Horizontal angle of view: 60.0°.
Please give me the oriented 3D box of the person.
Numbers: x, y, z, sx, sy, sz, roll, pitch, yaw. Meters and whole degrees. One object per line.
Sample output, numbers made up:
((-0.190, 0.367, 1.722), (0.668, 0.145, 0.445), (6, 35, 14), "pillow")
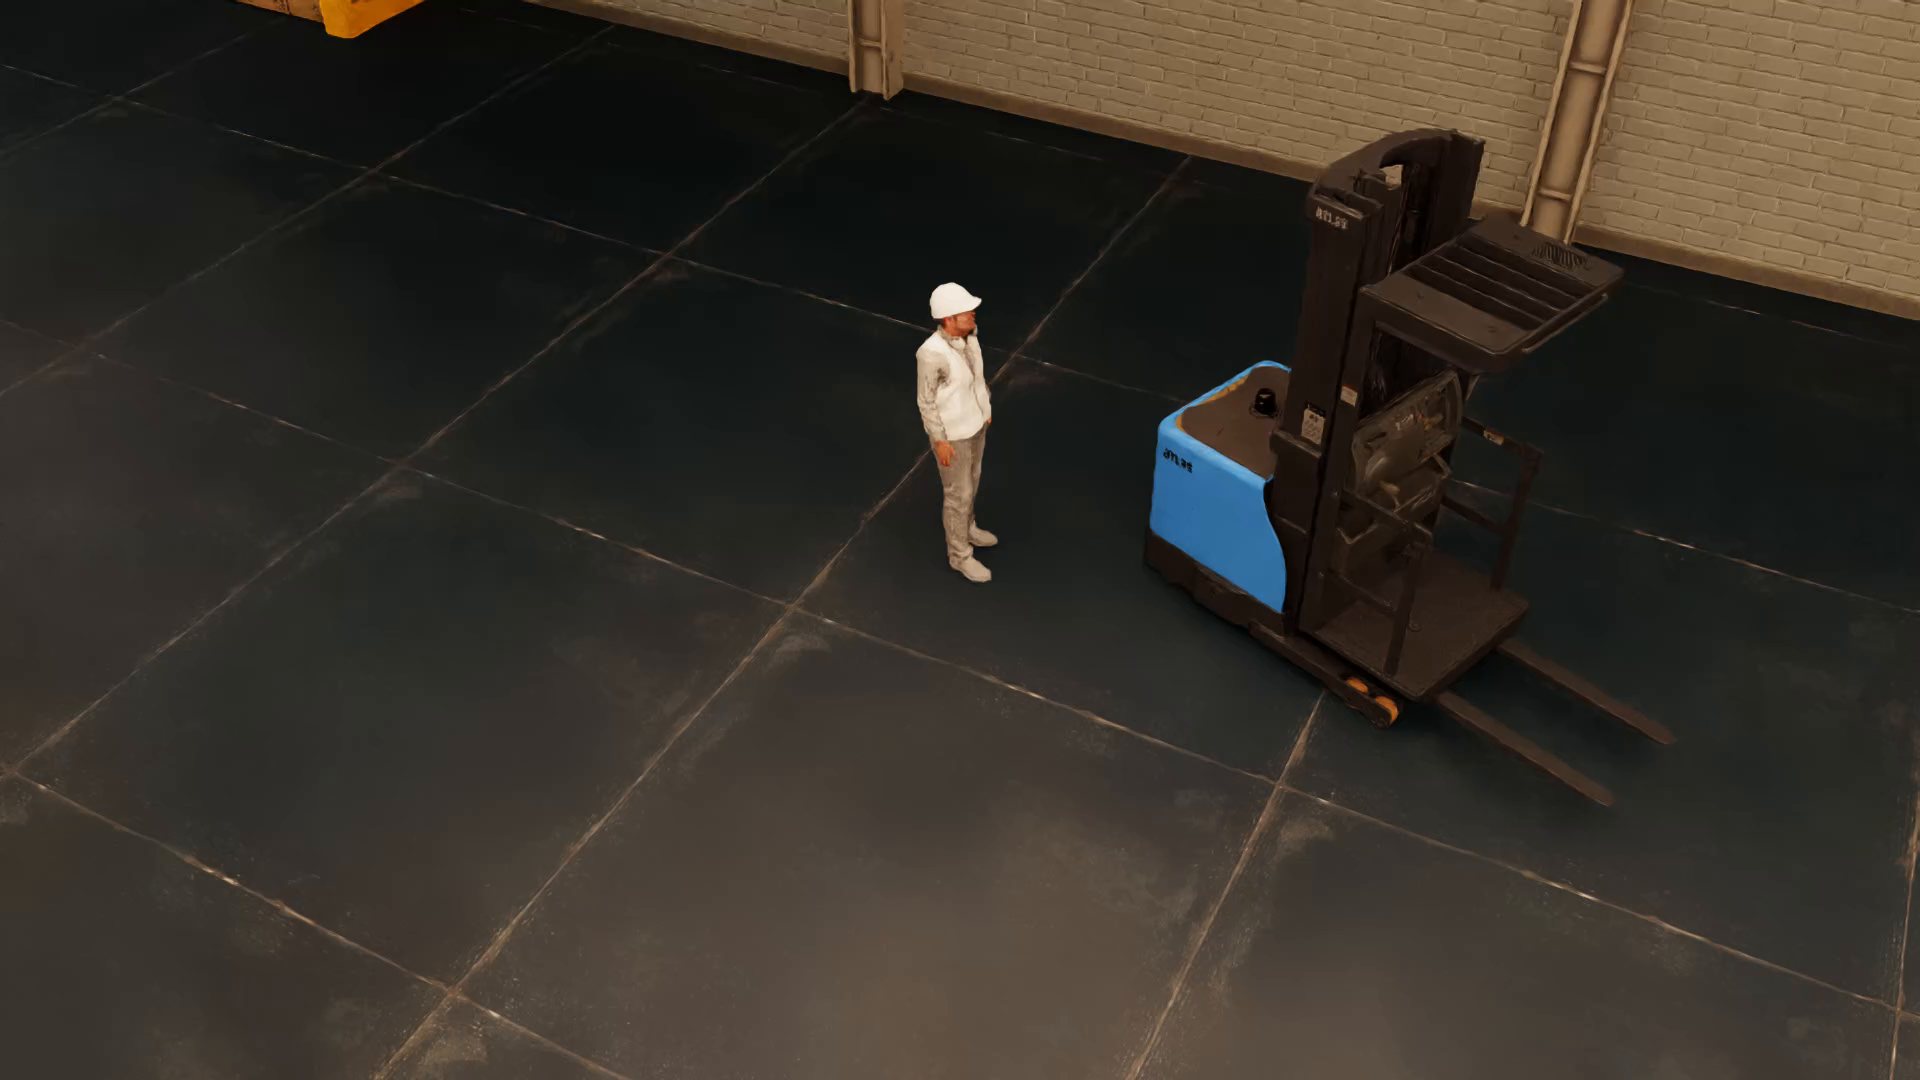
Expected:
((0.052, -0.659, 9.660), (0.567, 1.768, 0.632), (18, 43, 21), "person")

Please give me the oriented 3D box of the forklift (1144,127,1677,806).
((2.475, -0.482, 8.559), (1.130, 2.935, 3.031), (-31, 49, -31), "forklift")
